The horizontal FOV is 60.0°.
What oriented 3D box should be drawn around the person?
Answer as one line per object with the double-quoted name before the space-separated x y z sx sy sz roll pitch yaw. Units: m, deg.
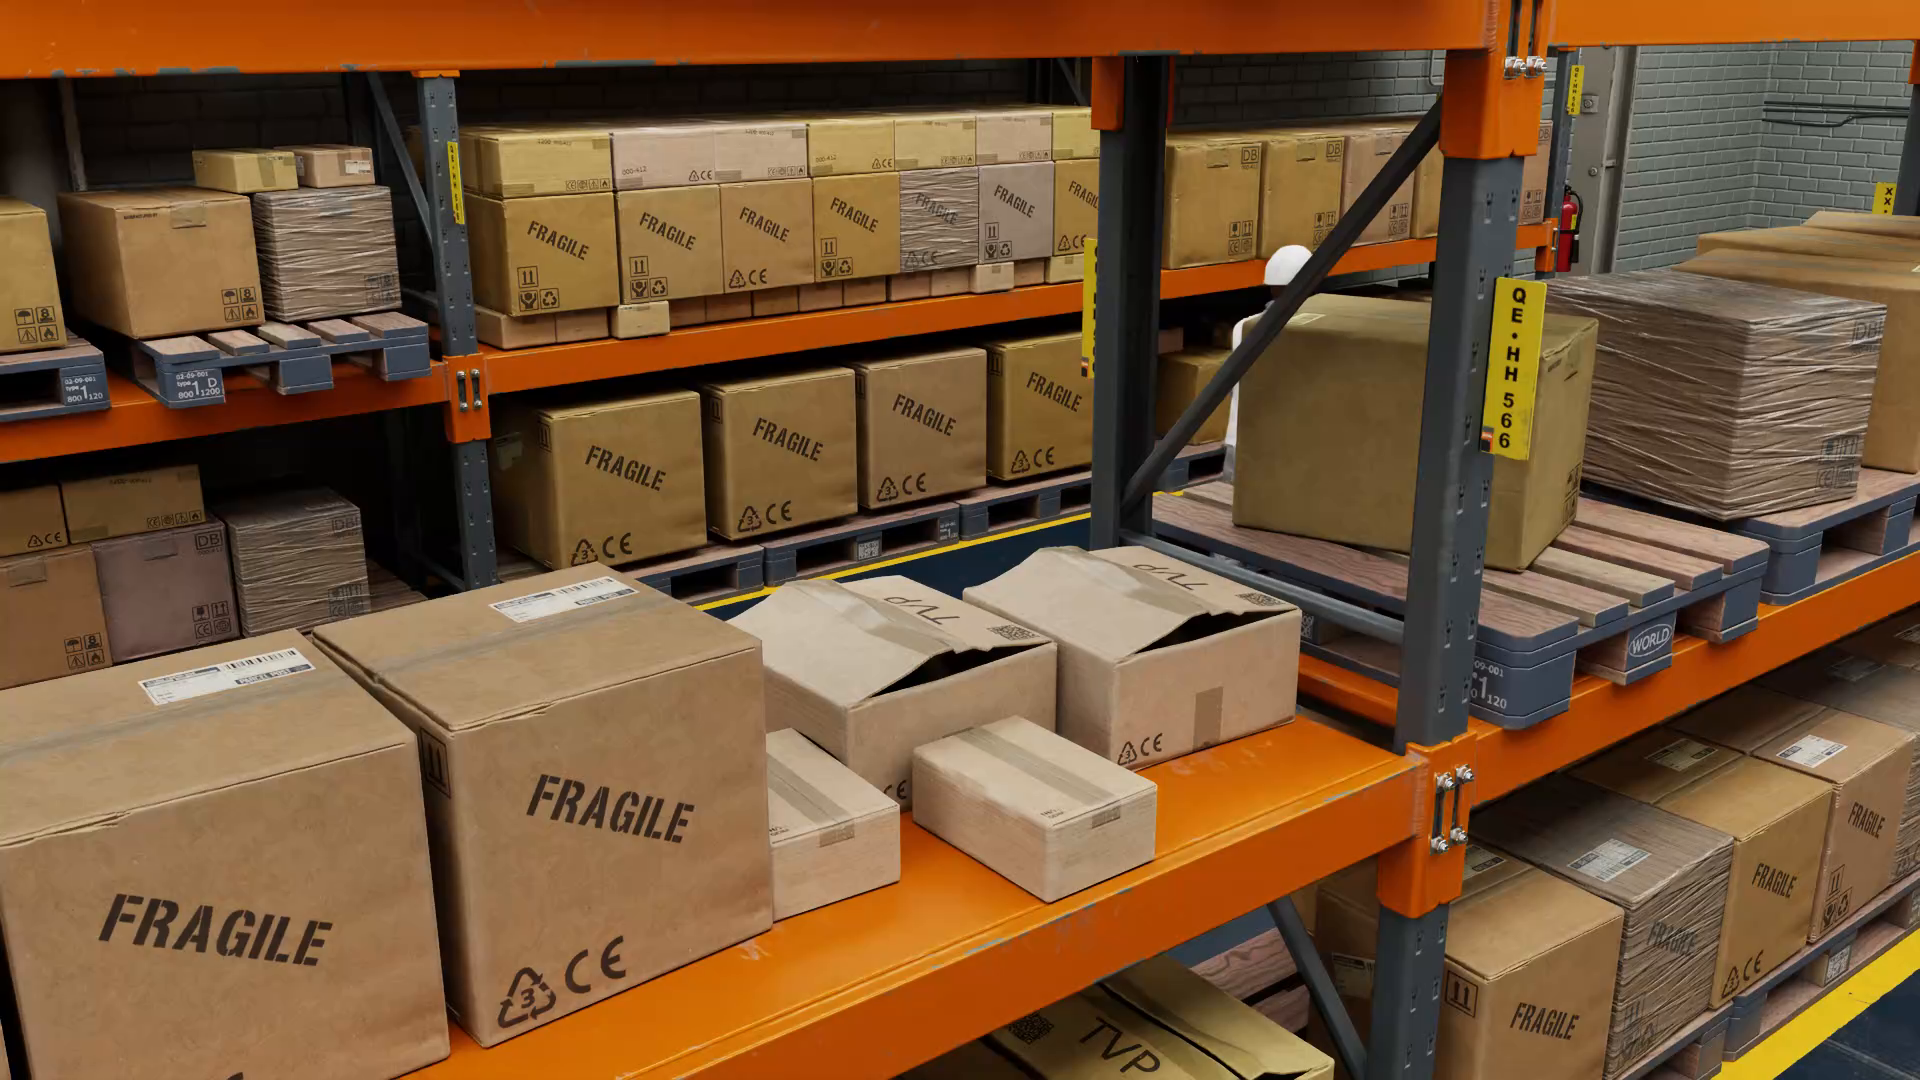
"person" 1.364 -0.354 7.173 0.564 1.799 0.795 14 22 37
